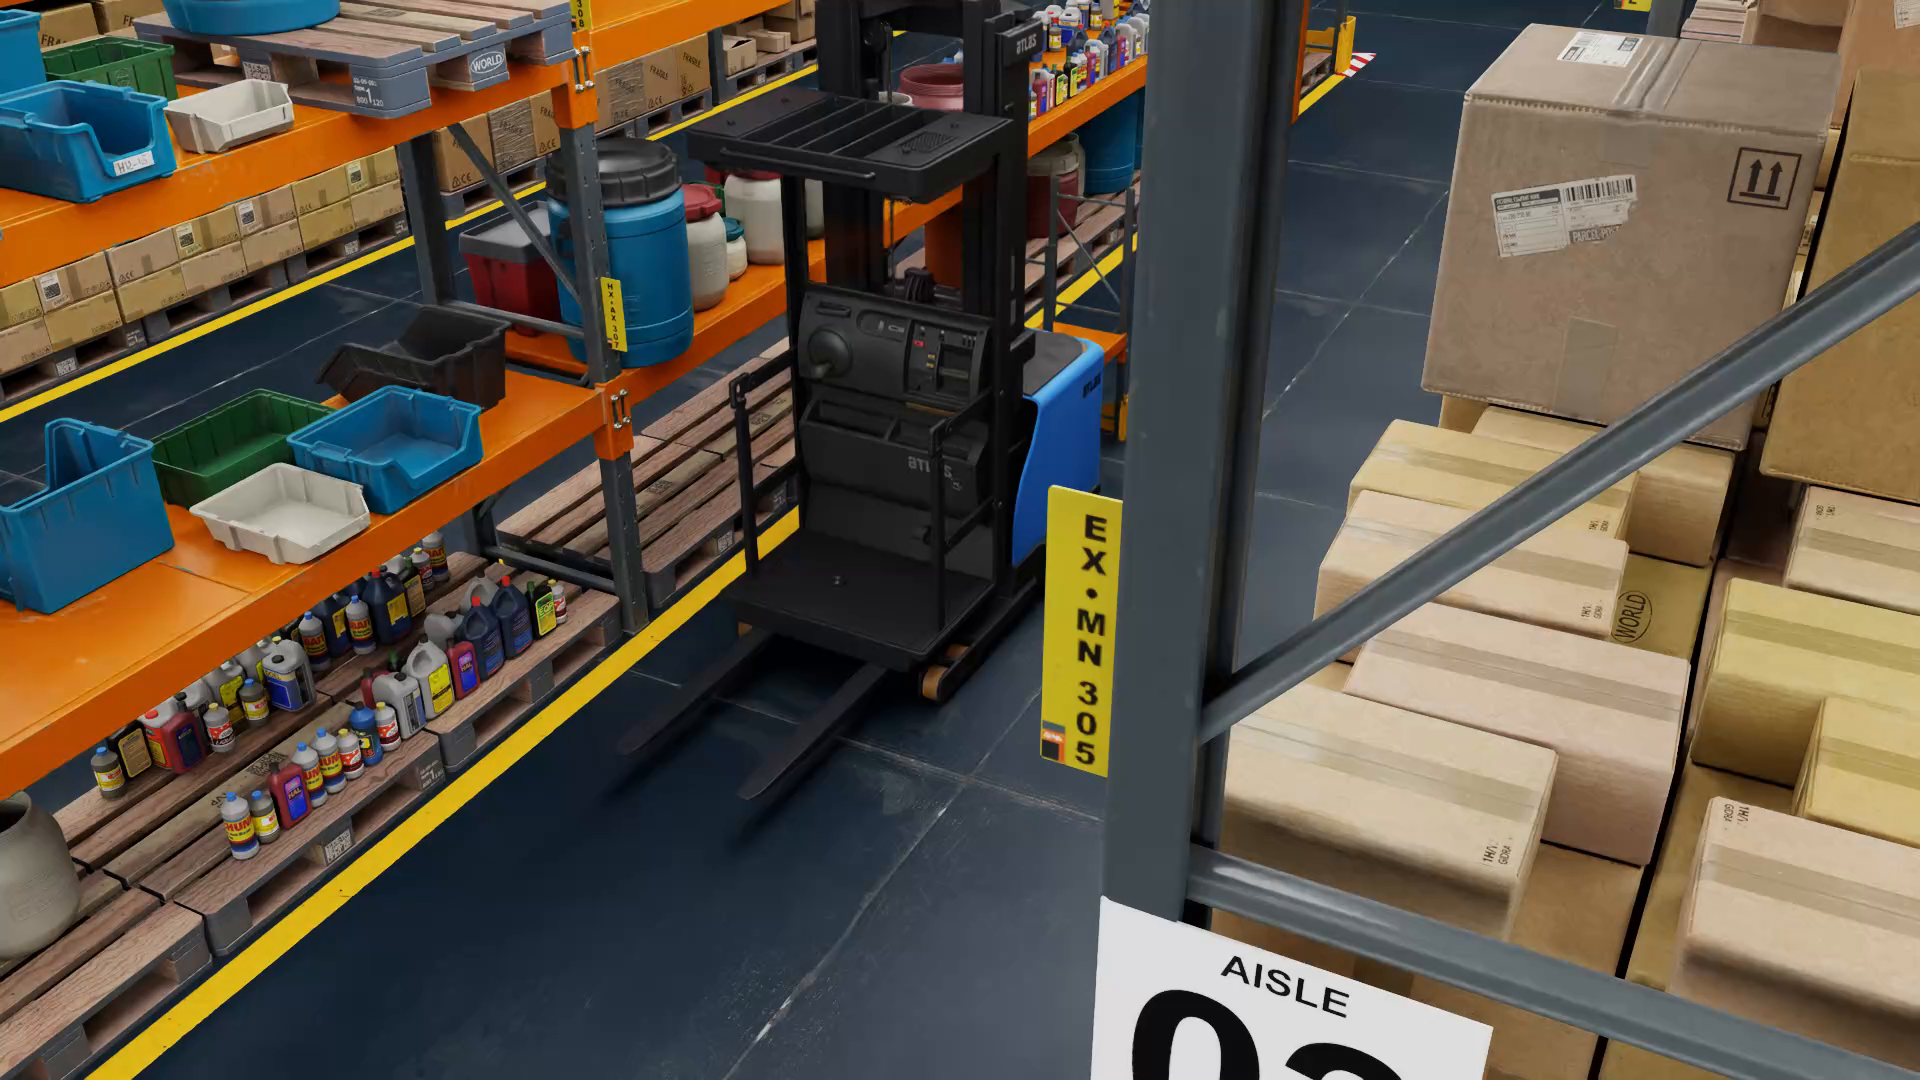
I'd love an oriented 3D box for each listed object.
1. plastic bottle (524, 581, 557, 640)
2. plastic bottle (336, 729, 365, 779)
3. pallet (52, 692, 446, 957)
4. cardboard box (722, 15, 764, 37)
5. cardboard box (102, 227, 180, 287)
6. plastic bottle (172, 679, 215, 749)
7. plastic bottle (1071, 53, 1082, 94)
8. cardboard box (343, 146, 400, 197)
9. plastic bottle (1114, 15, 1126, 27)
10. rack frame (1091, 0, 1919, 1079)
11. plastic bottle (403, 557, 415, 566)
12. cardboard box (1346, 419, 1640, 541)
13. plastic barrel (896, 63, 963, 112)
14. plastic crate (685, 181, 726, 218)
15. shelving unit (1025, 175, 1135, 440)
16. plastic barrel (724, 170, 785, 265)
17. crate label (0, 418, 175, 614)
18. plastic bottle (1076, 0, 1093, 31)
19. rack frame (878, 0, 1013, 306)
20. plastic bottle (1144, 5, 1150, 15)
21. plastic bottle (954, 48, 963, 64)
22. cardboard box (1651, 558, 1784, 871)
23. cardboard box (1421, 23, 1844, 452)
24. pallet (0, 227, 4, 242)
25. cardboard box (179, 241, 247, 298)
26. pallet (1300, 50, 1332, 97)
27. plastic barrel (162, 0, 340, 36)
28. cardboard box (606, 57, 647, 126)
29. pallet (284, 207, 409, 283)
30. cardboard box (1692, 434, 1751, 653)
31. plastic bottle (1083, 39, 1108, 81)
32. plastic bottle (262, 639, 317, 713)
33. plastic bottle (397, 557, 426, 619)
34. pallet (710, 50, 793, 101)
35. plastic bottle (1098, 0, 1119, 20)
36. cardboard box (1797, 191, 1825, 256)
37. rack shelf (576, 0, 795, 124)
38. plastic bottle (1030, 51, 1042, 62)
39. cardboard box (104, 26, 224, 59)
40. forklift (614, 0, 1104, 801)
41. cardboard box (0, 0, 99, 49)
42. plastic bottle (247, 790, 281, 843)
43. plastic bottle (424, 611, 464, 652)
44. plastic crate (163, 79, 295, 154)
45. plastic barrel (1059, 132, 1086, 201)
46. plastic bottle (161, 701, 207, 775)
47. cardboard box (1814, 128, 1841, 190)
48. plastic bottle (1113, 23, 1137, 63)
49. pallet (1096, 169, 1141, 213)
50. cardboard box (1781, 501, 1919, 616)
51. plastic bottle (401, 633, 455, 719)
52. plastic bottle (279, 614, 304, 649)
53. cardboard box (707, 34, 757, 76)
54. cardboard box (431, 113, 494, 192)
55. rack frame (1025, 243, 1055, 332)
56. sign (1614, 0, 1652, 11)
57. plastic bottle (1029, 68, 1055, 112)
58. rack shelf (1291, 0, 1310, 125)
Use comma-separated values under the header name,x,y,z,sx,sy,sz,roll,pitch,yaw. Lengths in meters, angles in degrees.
name,x,y,z,sx,sy,sz,roll,pitch,yaw
plastic bottle,-1.897,0.297,7.506,0.061,0.283,0.133,16,34,26
plastic bottle,-2.443,0.845,6.635,0.097,0.201,0.097,0,30,0
pallet,-2.869,1.062,6.688,1.003,0.211,1.213,14,33,23
cardboard box,-2.386,-5.324,17.267,0.500,0.311,0.500,14,33,23
cardboard box,-5.502,-1.913,10.846,0.500,0.311,0.500,13,32,22
plastic bottle,-3.145,0.705,6.804,0.152,0.276,0.135,13,32,22
plastic bottle,0.789,-3.226,11.484,0.097,0.271,0.097,0,30,0
cardboard box,-4.577,-2.821,12.427,0.500,0.311,0.500,15,33,25
plastic bottle,1.204,-3.795,12.477,0.097,0.271,0.097,0,30,0
rack frame,0.616,-0.683,0.902,1.000,3.000,0.127,14,33,23
plastic bottle,-2.600,0.177,7.798,0.097,0.201,0.097,0,30,0
cardboard box,0.807,-0.035,2.537,0.380,0.149,0.250,14,33,24
plastic barrel,-0.091,-2.536,10.017,0.600,0.536,0.708,14,33,23
plastic crate,-1.429,-1.722,8.950,0.450,0.188,0.662,14,33,23
shelving unit,0.495,-1.105,9.168,0.587,1.500,1.083,15,33,24
plastic barrel,-1.006,-1.737,8.625,0.433,0.535,0.433,0,30,0
crate label,-3.196,-0.097,5.872,0.502,0.435,0.616,14,33,23
plastic bottle,0.956,-4.190,13.158,0.152,0.276,0.135,14,33,23
rack frame,-0.149,-2.751,10.529,1.000,3.000,0.127,14,33,23
plastic bottle,1.461,-3.939,12.647,0.144,0.351,0.185,14,33,23
plastic bottle,0.007,-3.293,11.602,0.097,0.271,0.097,0,30,0
cardboard box,1.295,0.298,2.357,0.500,0.250,0.500,14,33,22
cardboard box,1.096,-0.516,2.722,0.500,0.500,0.500,14,33,23
pallet,-3.330,-0.768,4.253,1.003,0.211,1.213,14,33,23
cardboard box,-5.275,-1.898,11.382,0.500,0.250,0.500,15,33,24
pallet,3.085,-4.732,16.778,1.003,0.211,1.213,14,33,23
plastic barrel,-2.520,-2.261,5.738,0.600,0.901,0.708,14,33,23
cardboard box,-3.166,-4.033,14.830,0.500,0.500,0.500,15,33,24
pallet,-4.967,-2.311,12.563,1.003,0.211,1.213,14,33,23
cardboard box,1.075,-0.035,2.938,0.500,0.250,0.500,15,33,24
plastic bottle,0.967,-3.431,11.837,0.152,0.276,0.135,14,33,23
plastic bottle,-2.845,0.571,7.037,0.152,0.276,0.135,14,33,23
plastic bottle,-2.535,0.224,7.633,0.061,0.283,0.133,14,33,23
pallet,-2.421,-4.745,16.801,1.003,0.211,1.213,14,33,23
plastic bottle,1.206,-4.403,13.454,0.144,0.351,0.185,14,33,23
cardboard box,2.215,-0.600,3.920,0.500,0.250,0.500,15,33,24
rack shelf,-1.060,-2.853,8.417,1.077,0.370,4.000,14,33,23
plastic bottle,0.558,-3.672,12.262,0.097,0.271,0.097,0,30,0
cardboard box,-5.307,-3.172,11.162,0.500,0.500,0.500,12,32,21
forklift,-0.405,-0.800,7.200,1.130,2.935,3.031,15,33,24
cardboard box,-8.517,-4.545,15.389,0.750,0.750,0.750,14,33,23
plastic bottle,-2.643,1.039,6.297,0.097,0.201,0.097,0,30,0
plastic bottle,-2.239,0.426,7.290,0.152,0.276,0.135,14,33,23
plastic crate,-2.343,-1.361,5.361,0.243,0.136,0.396,14,33,23
plastic barrel,0.751,-2.846,12.771,0.421,0.512,0.421,0,30,0
plastic bottle,-3.113,0.787,6.653,0.061,0.283,0.133,14,33,23
cardboard box,2.344,-0.956,4.140,0.380,0.149,0.250,15,33,24
plastic bottle,1.218,-3.675,12.261,0.152,0.276,0.135,14,33,23
pallet,1.284,-2.983,13.732,1.003,0.211,1.213,14,33,23
cardboard box,1.344,0.103,2.296,0.380,0.149,0.250,16,33,25
plastic bottle,-2.243,0.559,6.983,0.144,0.351,0.185,14,33,23
plastic bottle,-2.907,0.420,7.292,0.061,0.283,0.133,16,33,25
cardboard box,-2.351,-4.812,16.375,0.500,0.311,0.500,14,33,23
cardboard box,-4.095,-3.120,13.240,0.500,0.500,0.500,16,33,25
rack frame,0.250,-0.878,8.772,0.500,1.500,0.032,15,33,24
sign,1.942,-1.674,4.727,0.100,0.325,0.005,14,33,23
plastic bottle,0.546,-3.021,11.123,0.152,0.276,0.135,14,33,23
rack shelf,1.527,-1.256,2.626,1.077,0.370,4.000,14,33,23
